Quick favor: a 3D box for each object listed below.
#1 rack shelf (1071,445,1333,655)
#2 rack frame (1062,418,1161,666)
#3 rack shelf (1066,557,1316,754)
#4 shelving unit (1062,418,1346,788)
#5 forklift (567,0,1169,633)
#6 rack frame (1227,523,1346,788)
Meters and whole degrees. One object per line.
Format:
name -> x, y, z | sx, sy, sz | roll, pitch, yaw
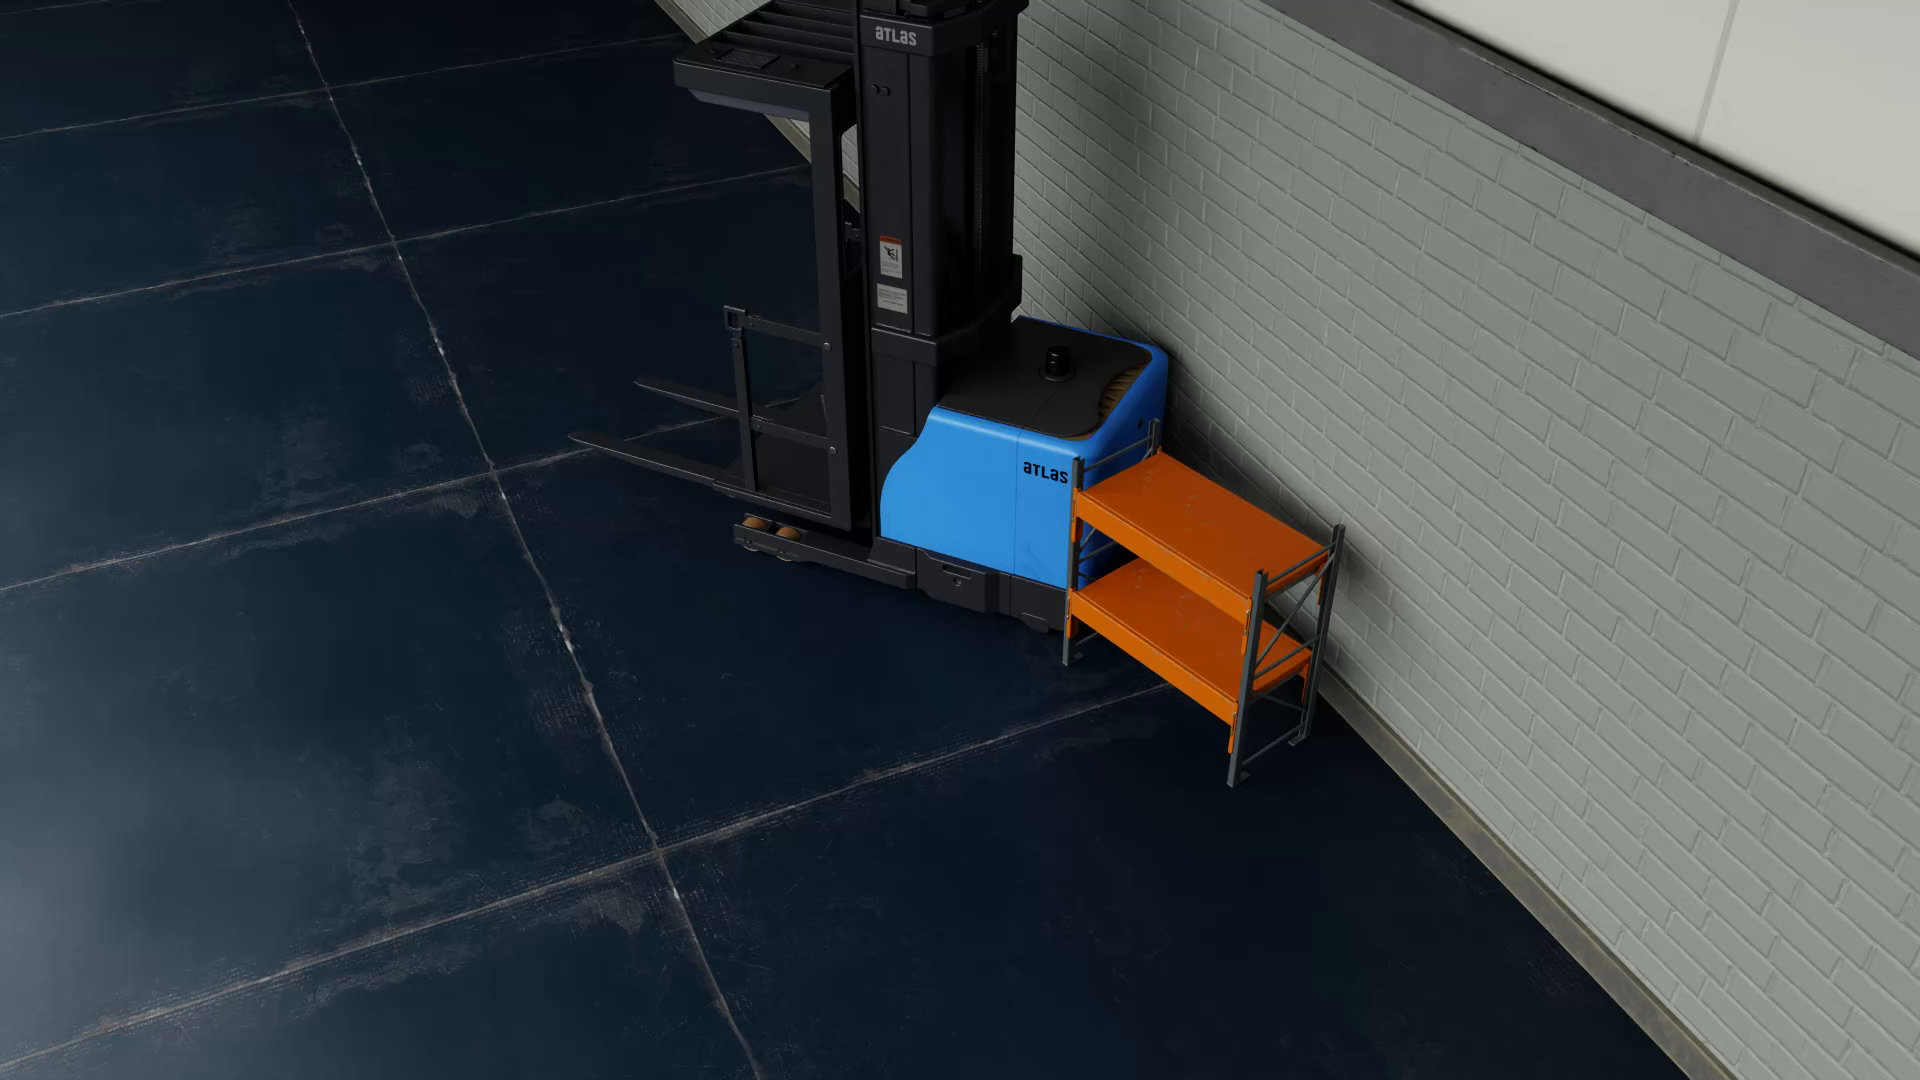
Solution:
rack shelf -> 0.999, 0.020, 6.930 | 0.538, 0.278, 1.000 | -27, 44, -31
rack frame -> 0.671, 0.024, 7.417 | 0.500, 1.125, 0.032 | -27, 44, -31
rack shelf -> 0.999, 0.452, 7.250 | 0.538, 0.278, 1.000 | -27, 44, -31
shelving unit -> 0.999, 0.255, 7.105 | 0.538, 1.125, 1.048 | -27, 44, -31
forklift -> -0.563, -1.338, 7.736 | 3.031, 2.935, 1.130 | 16, 39, 20
rack frame -> 1.326, 0.487, 6.792 | 0.500, 1.125, 0.032 | -27, 44, -31
